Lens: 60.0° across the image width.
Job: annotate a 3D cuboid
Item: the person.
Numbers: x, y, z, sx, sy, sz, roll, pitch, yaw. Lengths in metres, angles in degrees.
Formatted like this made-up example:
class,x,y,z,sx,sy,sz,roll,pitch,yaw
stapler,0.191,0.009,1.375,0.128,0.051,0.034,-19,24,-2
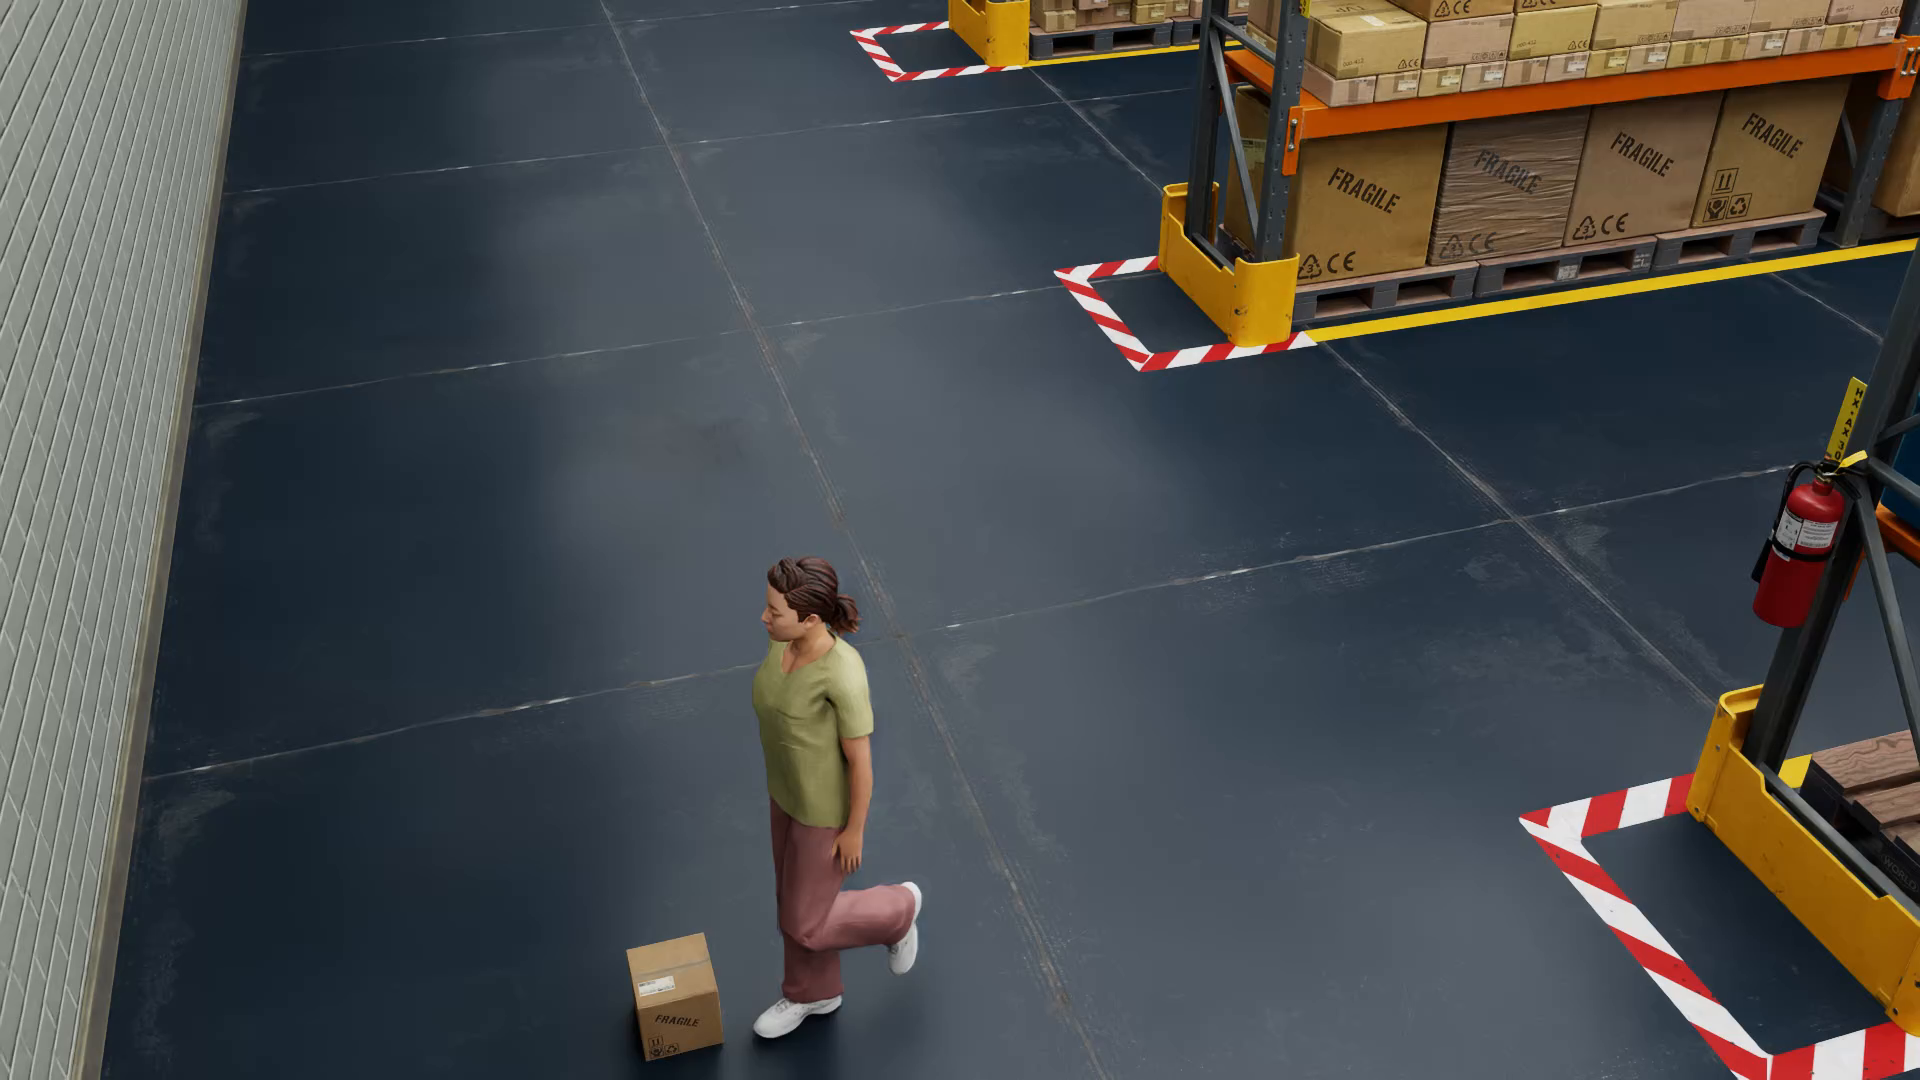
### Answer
class,x,y,z,sx,sy,sz,roll,pitch,yaw
person,-0.429,0.775,4.985,0.599,1.666,0.508,-22,40,-29
